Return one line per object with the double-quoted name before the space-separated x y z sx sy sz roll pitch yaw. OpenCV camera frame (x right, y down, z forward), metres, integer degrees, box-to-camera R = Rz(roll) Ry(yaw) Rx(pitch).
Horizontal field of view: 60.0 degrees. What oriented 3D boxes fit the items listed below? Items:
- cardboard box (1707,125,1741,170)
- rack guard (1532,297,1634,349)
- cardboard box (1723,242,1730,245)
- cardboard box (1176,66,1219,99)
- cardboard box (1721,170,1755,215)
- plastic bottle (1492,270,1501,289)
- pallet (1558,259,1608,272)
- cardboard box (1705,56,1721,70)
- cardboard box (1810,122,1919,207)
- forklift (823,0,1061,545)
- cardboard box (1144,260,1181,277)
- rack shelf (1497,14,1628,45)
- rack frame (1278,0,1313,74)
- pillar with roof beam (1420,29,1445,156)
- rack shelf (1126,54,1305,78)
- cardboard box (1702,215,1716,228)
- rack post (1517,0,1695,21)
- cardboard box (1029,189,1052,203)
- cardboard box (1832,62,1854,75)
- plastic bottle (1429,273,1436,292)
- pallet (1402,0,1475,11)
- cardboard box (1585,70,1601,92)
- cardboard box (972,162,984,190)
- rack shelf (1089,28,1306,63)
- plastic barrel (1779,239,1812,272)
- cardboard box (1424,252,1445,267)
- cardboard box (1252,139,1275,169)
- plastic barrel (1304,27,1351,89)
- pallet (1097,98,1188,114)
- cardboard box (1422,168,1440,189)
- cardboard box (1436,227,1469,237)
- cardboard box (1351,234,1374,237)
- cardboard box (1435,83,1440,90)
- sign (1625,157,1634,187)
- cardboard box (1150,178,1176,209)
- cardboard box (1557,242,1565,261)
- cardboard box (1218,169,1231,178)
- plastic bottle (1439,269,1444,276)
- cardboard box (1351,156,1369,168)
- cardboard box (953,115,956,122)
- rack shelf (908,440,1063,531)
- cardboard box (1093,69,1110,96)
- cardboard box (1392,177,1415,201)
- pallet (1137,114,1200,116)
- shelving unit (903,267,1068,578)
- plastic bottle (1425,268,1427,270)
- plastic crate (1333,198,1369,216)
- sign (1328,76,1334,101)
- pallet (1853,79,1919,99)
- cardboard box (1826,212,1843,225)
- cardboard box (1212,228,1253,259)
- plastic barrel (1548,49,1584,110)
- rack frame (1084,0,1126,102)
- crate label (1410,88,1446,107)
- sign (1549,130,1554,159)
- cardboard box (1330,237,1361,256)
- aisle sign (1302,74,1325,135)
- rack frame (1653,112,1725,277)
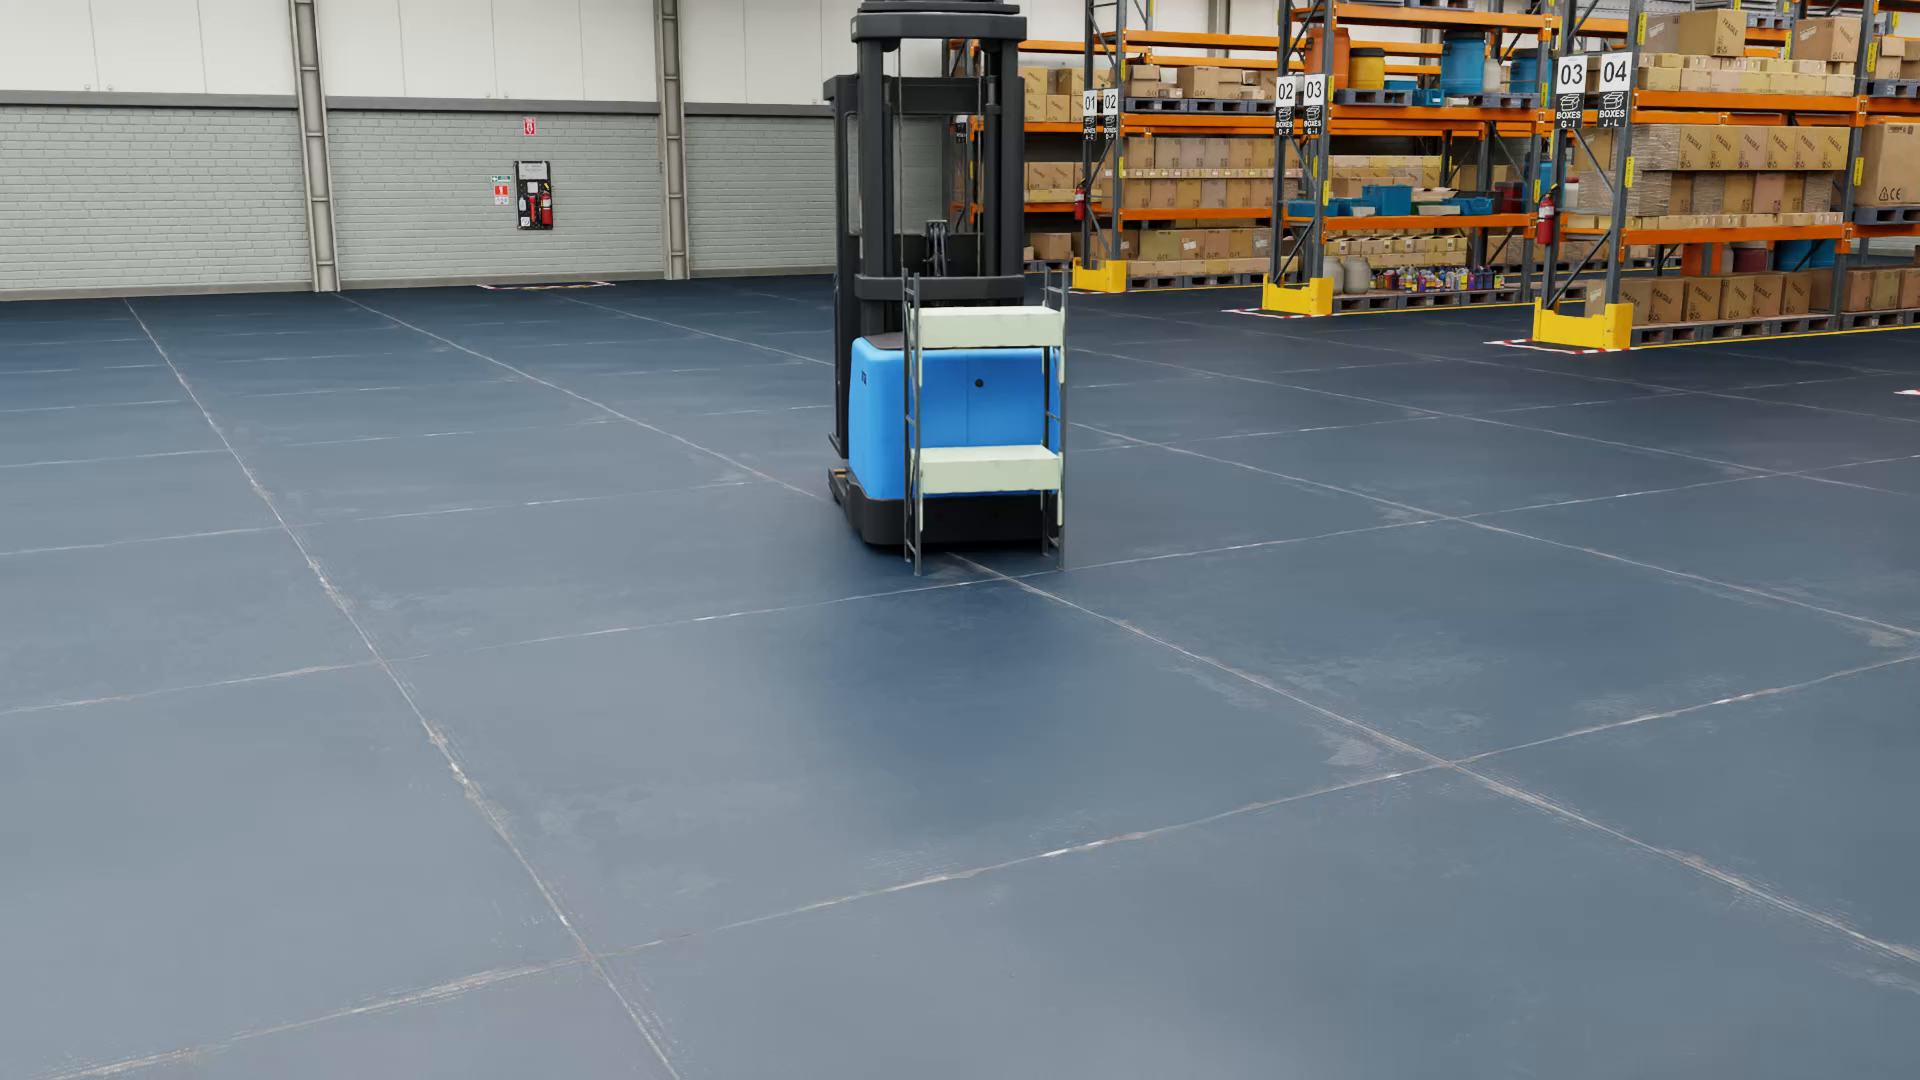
"cardboard box" 8.558 -4.501 19.094 0.500 0.500 0.500 -7 14 -28
"rack guard" 7.131 -2.498 19.071 0.348 0.500 1.175 -7 14 -28
"cardboard box" 16.005 -6.193 34.486 0.500 0.500 0.500 -7 14 -28
"cardboard box" 3.910 -7.526 27.386 0.500 0.500 0.500 -7 14 -28
"cardboard box" 8.845 -4.126 19.708 0.500 0.500 0.875 -7 14 -28
"plastic bottle" 7.938 -3.860 24.614 0.133 0.283 0.061 -6 14 -25
"pallet" 12.158 -5.428 32.748 1.213 0.211 1.003 -7 14 -28
"cardboard box" 8.342 -5.377 18.773 0.250 0.149 0.380 -7 14 -28
"cardboard box" 11.340 -4.685 20.770 1.000 1.000 1.000 -7 14 -27
"forklift" -0.214 -1.677 9.887 1.130 2.935 3.031 -2 13 -10
"cardboard box" 3.335 -4.549 27.798 0.500 0.250 0.500 -7 14 -28
"rack shelf" 9.957 -7.676 25.271 4.000 0.370 1.077 -7 14 -28
"rack frame" 6.966 -10.342 34.566 0.127 3.000 1.000 -7 14 -28
"pillar with roof beam" 12.740 -10.173 33.818 0.400 9.000 9.100 -7 14 -28
"rack shelf" 5.210 -9.585 33.754 4.000 0.370 1.077 -7 14 -28
"cardboard box" 8.523 -3.704 19.307 0.250 0.149 0.380 -7 14 -28
"rack post" 9.889 -8.333 25.185 3.121 1.000 1.013 -7 14 -28
"cardboard box" 1.423 -6.610 31.944 0.500 0.250 0.500 -7 15 -29
"cardboard box" 10.428 -5.625 19.874 0.250 0.149 0.380 -6 14 -26
"plastic bottle" 6.820 -3.725 24.041 0.097 0.271 0.097 0 13 0
"pallet" 6.419 -7.503 23.294 1.213 0.211 1.003 -7 14 -28
"cardboard box" 7.366 -5.199 18.891 0.500 0.250 0.500 -6 14 -27
"cardboard box" 0.507 -6.868 31.383 0.500 0.500 0.500 -7 14 -28
"rack shelf" 4.076 -8.210 27.644 4.000 0.370 1.077 -7 14 -28
"plastic barrel" 14.117 -4.979 28.225 0.708 0.901 0.600 -7 14 -28
"cardboard box" 8.547 -5.167 30.542 0.500 0.250 0.500 -7 14 -29
"cardboard box" 5.002 -6.620 28.512 0.500 0.500 0.700 -7 14 -28
"plastic barrel" 5.057 -6.617 22.915 0.708 0.830 0.600 -7 14 -28
"pallet" 2.954 -7.109 27.234 1.213 0.211 1.003 -7 14 -28
"cardboard box" 10.192 -7.942 36.618 0.500 0.500 0.500 -7 15 -29
"cardboard box" 11.182 -6.880 37.585 0.500 0.500 0.700 -7 14 -27
"cardboard box" 7.386 -5.435 30.456 0.500 0.311 0.500 -7 14 -29
"cardboard box" 10.978 -9.964 37.169 0.500 0.500 0.500 -7 14 -28
"sign" 7.324 -4.027 18.201 0.005 0.325 0.100 -7 14 -28
"cardboard box" 3.195 -5.771 27.691 0.500 0.500 0.700 -6 14 -26
"cardboard box" 11.234 -5.612 31.907 0.500 0.500 0.500 -7 15 -30
"cardboard box" 4.349 -6.173 28.003 0.250 0.149 0.380 -6 14 -26
"plastic bottle" 7.225 -3.925 24.930 0.097 0.271 0.097 0 13 0
"cardboard box" 8.396 -8.093 35.577 0.500 0.250 0.500 -7 14 -27
"cardboard box" 0.189 -8.188 31.555 0.500 0.500 0.500 -6 14 -24
"rack shelf" 0.120 -0.283 8.435 0.720 0.370 0.431 -2 13 -10
"cardboard box" 2.667 -8.839 32.170 0.500 0.500 0.500 -6 14 -25
"cardboard box" 7.878 -6.330 30.176 0.500 0.500 0.500 -8 15 -31
"pallet" 4.048 -8.410 33.244 1.003 0.211 1.213 -7 14 -28
"shelving unit" 0.120 -0.601 8.363 0.755 1.500 0.431 -2 13 -10
"plastic bottle" 6.964 -3.940 24.970 0.133 0.283 0.061 -6 14 -25
"plastic crate" 5.560 -4.769 23.807 0.408 0.251 0.499 -7 14 -28
"sign" 4.951 -6.025 22.199 0.005 0.325 0.100 -7 14 -28
"pallet" 11.168 -5.547 20.519 1.003 0.211 1.213 -7 14 -28
"cardboard box" 10.527 -3.929 20.306 0.250 0.149 0.380 -7 14 -28
"cardboard box" 4.648 -5.075 28.424 0.500 0.500 0.500 -7 14 -28
"plastic barrel" 9.118 -6.957 25.217 0.600 0.901 0.600 0 13 0
"rack frame" 2.321 -8.546 26.587 0.127 3.000 1.000 -7 14 -28
"crate label" 6.492 -6.188 23.281 0.408 0.251 0.502 -7 14 -28
"sign" 6.816 -4.538 19.083 0.005 0.325 0.100 -7 14 -28
"cardboard box" 6.756 -5.224 29.519 0.500 0.311 0.500 -7 14 -29
"aisle sign" 4.768 -5.868 22.432 0.004 0.787 0.394 -7 14 -28
"rack frame" 11.713 -5.506 26.742 0.127 3.000 1.000 -7 14 -28
